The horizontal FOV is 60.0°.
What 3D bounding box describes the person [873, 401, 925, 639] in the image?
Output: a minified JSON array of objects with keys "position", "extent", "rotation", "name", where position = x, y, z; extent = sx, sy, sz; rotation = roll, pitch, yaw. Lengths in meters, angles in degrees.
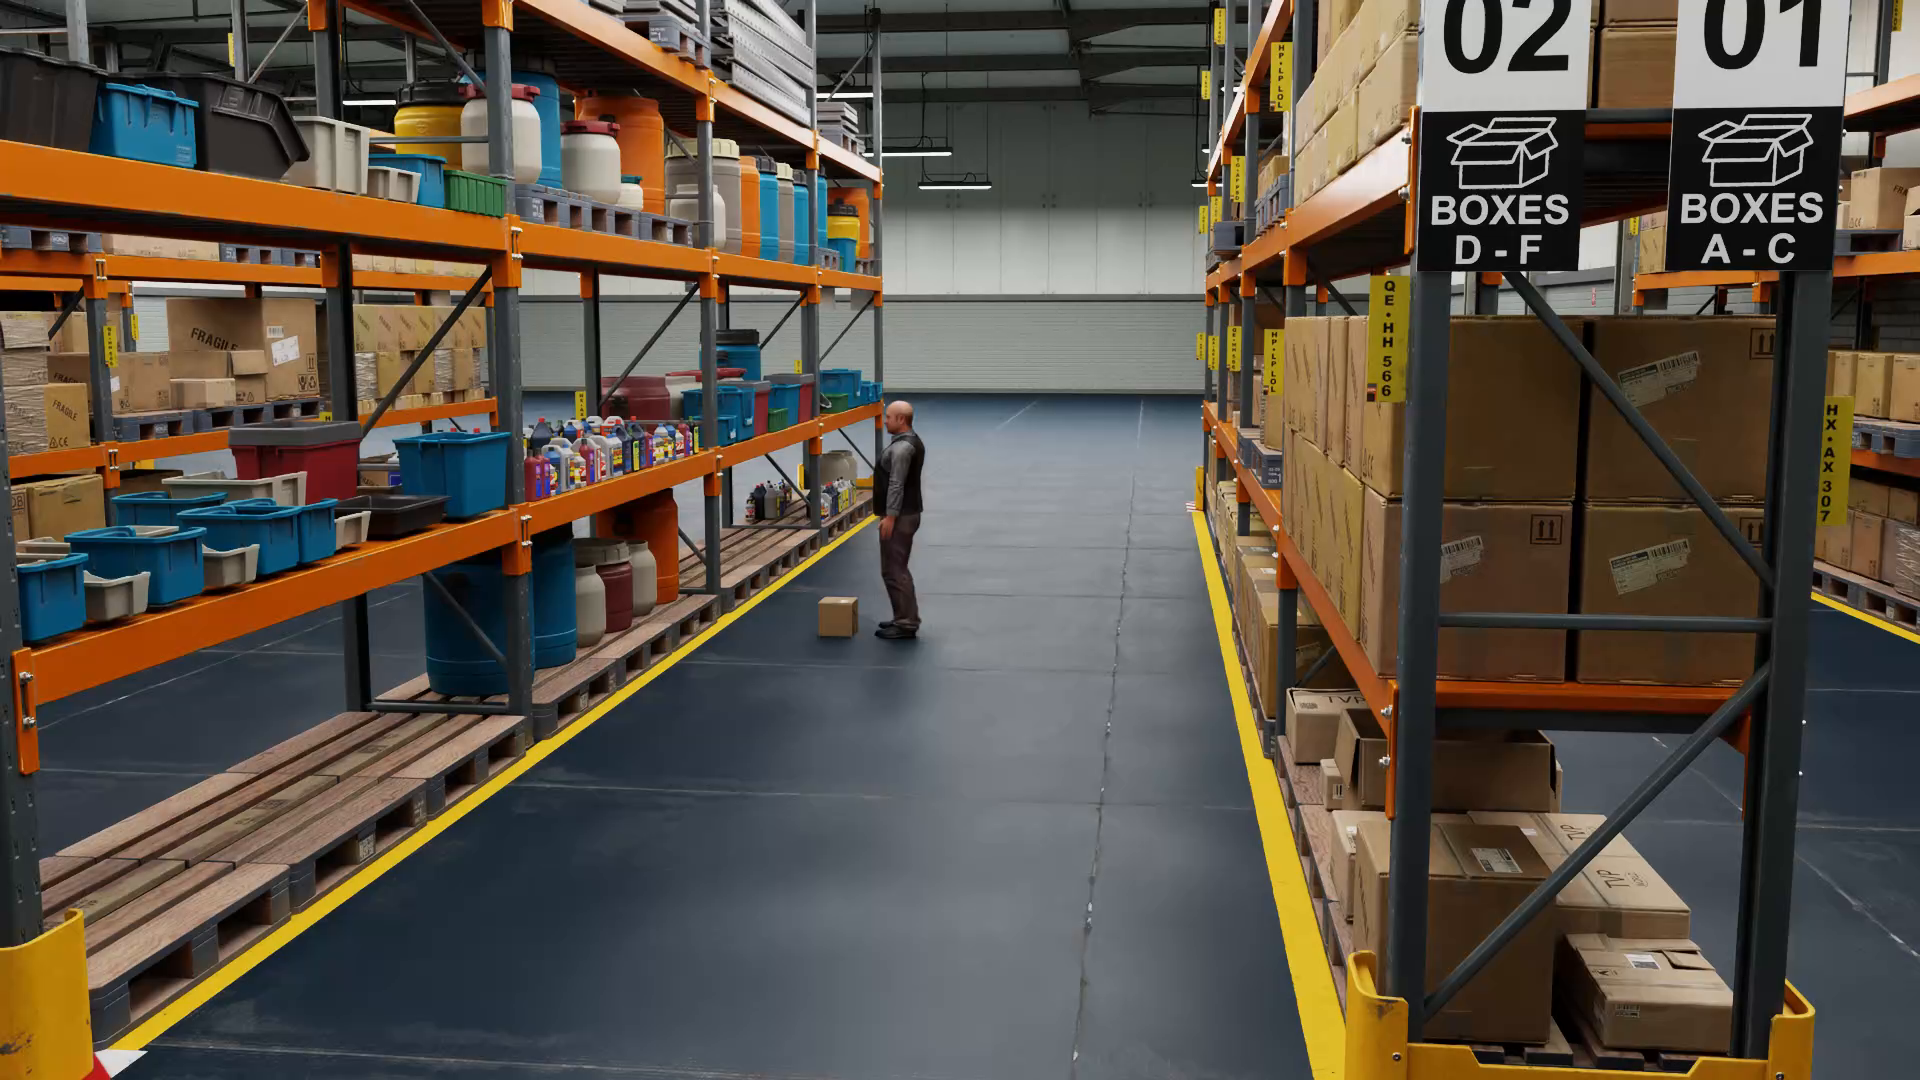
[{"position":[-0.448,-0.151,12.063],"extent":[0.360,1.715,0.533],"rotation":[1,8,7],"name":"person"}]
